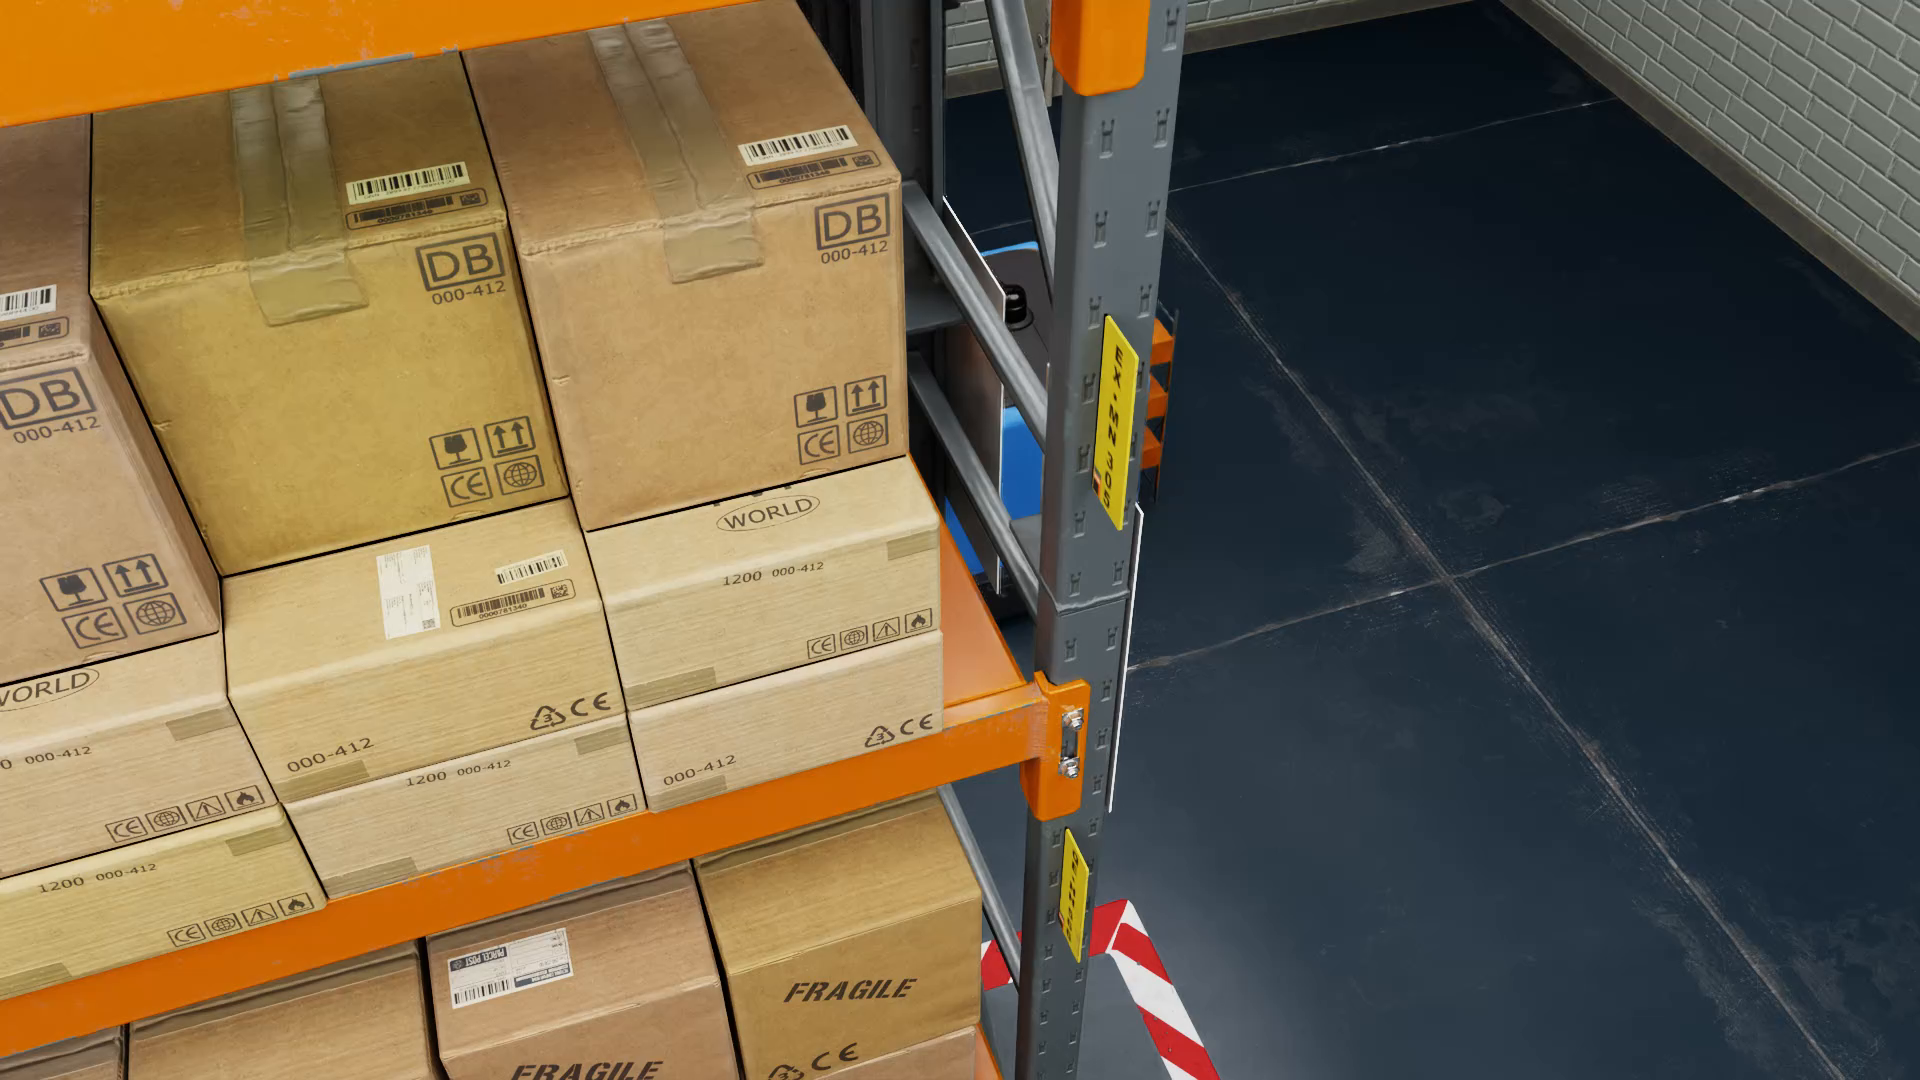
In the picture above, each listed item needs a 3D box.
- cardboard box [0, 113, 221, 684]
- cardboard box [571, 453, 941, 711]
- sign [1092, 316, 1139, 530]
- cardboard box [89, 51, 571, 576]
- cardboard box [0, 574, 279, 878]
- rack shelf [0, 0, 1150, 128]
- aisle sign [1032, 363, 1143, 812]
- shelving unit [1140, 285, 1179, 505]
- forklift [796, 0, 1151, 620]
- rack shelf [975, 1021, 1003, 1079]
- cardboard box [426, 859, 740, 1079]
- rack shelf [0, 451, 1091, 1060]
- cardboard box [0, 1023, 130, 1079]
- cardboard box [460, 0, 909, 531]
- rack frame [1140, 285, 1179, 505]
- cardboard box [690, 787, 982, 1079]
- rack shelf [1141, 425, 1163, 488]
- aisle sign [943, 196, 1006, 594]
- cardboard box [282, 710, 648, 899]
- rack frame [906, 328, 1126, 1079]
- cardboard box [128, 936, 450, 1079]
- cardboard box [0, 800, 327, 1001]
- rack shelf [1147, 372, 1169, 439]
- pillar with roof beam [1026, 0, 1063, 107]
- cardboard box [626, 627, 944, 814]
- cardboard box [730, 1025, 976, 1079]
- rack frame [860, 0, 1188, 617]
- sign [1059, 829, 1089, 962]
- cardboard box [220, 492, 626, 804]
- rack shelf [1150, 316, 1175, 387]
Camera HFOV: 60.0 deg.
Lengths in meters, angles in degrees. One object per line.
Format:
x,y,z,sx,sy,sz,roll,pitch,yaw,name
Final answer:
-1.362,-0.221,2.268,0.500,0.500,0.700,-14,47,-14,cardboard box
-0.348,-0.053,2.629,0.500,0.250,0.500,-14,47,-14,cardboard box
0.219,-0.161,2.359,0.005,0.325,0.100,-14,47,-14,sign
-0.928,-0.413,2.458,0.500,0.500,0.700,-14,47,-14,cardboard box
-1.289,0.185,2.392,0.500,0.250,0.500,-14,47,-14,cardboard box
-1.832,-0.545,1.760,4.000,0.370,1.077,-14,47,-14,rack shelf
0.217,0.106,3.000,0.004,0.787,0.394,-14,47,-14,aisle sign
0.699,-0.558,6.874,0.252,1.050,0.215,-15,47,-15,shelving unit
-0.847,-0.824,5.811,3.031,2.935,1.130,-15,47,-15,forklift
-1.832,1.571,3.884,4.000,0.370,1.077,-14,47,-14,rack shelf
-0.751,0.860,3.308,0.500,0.500,0.500,-13,47,-13,cardboard box
-1.832,0.512,2.821,4.000,0.370,1.077,-14,47,-14,rack shelf
-1.720,1.112,3.057,0.500,0.500,0.500,-13,47,-13,cardboard box
-0.429,-0.477,2.522,0.500,0.500,0.700,-14,47,-14,cardboard box
0.813,-0.589,6.905,0.008,1.050,0.200,-15,47,-15,rack frame
-0.276,0.738,3.429,0.500,0.500,0.500,-15,47,-14,cardboard box
0.699,-0.354,7.079,0.240,0.259,0.215,-15,47,-15,rack shelf
0.013,-0.294,3.399,0.004,0.787,0.394,-14,47,-14,aisle sign
-0.819,0.242,2.688,0.500,0.250,0.500,-14,47,-14,cardboard box
0.049,0.836,4.108,0.127,3.000,1.000,-14,47,-14,rack frame
-1.237,0.988,3.180,0.500,0.500,0.500,-13,47,-13,cardboard box
-1.285,0.371,2.560,0.500,0.250,0.500,-14,47,-14,cardboard box
0.699,-0.551,6.882,0.240,0.259,0.215,-15,47,-15,rack shelf
2.071,-2.938,3.635,0.400,9.000,9.100,-14,47,-14,pillar with roof beam
-0.345,0.129,2.801,0.500,0.250,0.500,-14,47,-14,cardboard box
-0.280,1.090,3.785,0.500,0.500,0.500,-13,47,-13,cardboard box
0.049,-1.282,1.983,0.127,3.000,1.000,-14,47,-14,rack frame
0.219,0.690,3.213,0.005,0.325,0.100,-14,47,-14,sign
-0.818,0.068,2.509,0.500,0.250,0.500,-14,47,-14,cardboard box
0.699,-0.751,6.681,0.240,0.259,0.215,-15,47,-15,rack shelf
